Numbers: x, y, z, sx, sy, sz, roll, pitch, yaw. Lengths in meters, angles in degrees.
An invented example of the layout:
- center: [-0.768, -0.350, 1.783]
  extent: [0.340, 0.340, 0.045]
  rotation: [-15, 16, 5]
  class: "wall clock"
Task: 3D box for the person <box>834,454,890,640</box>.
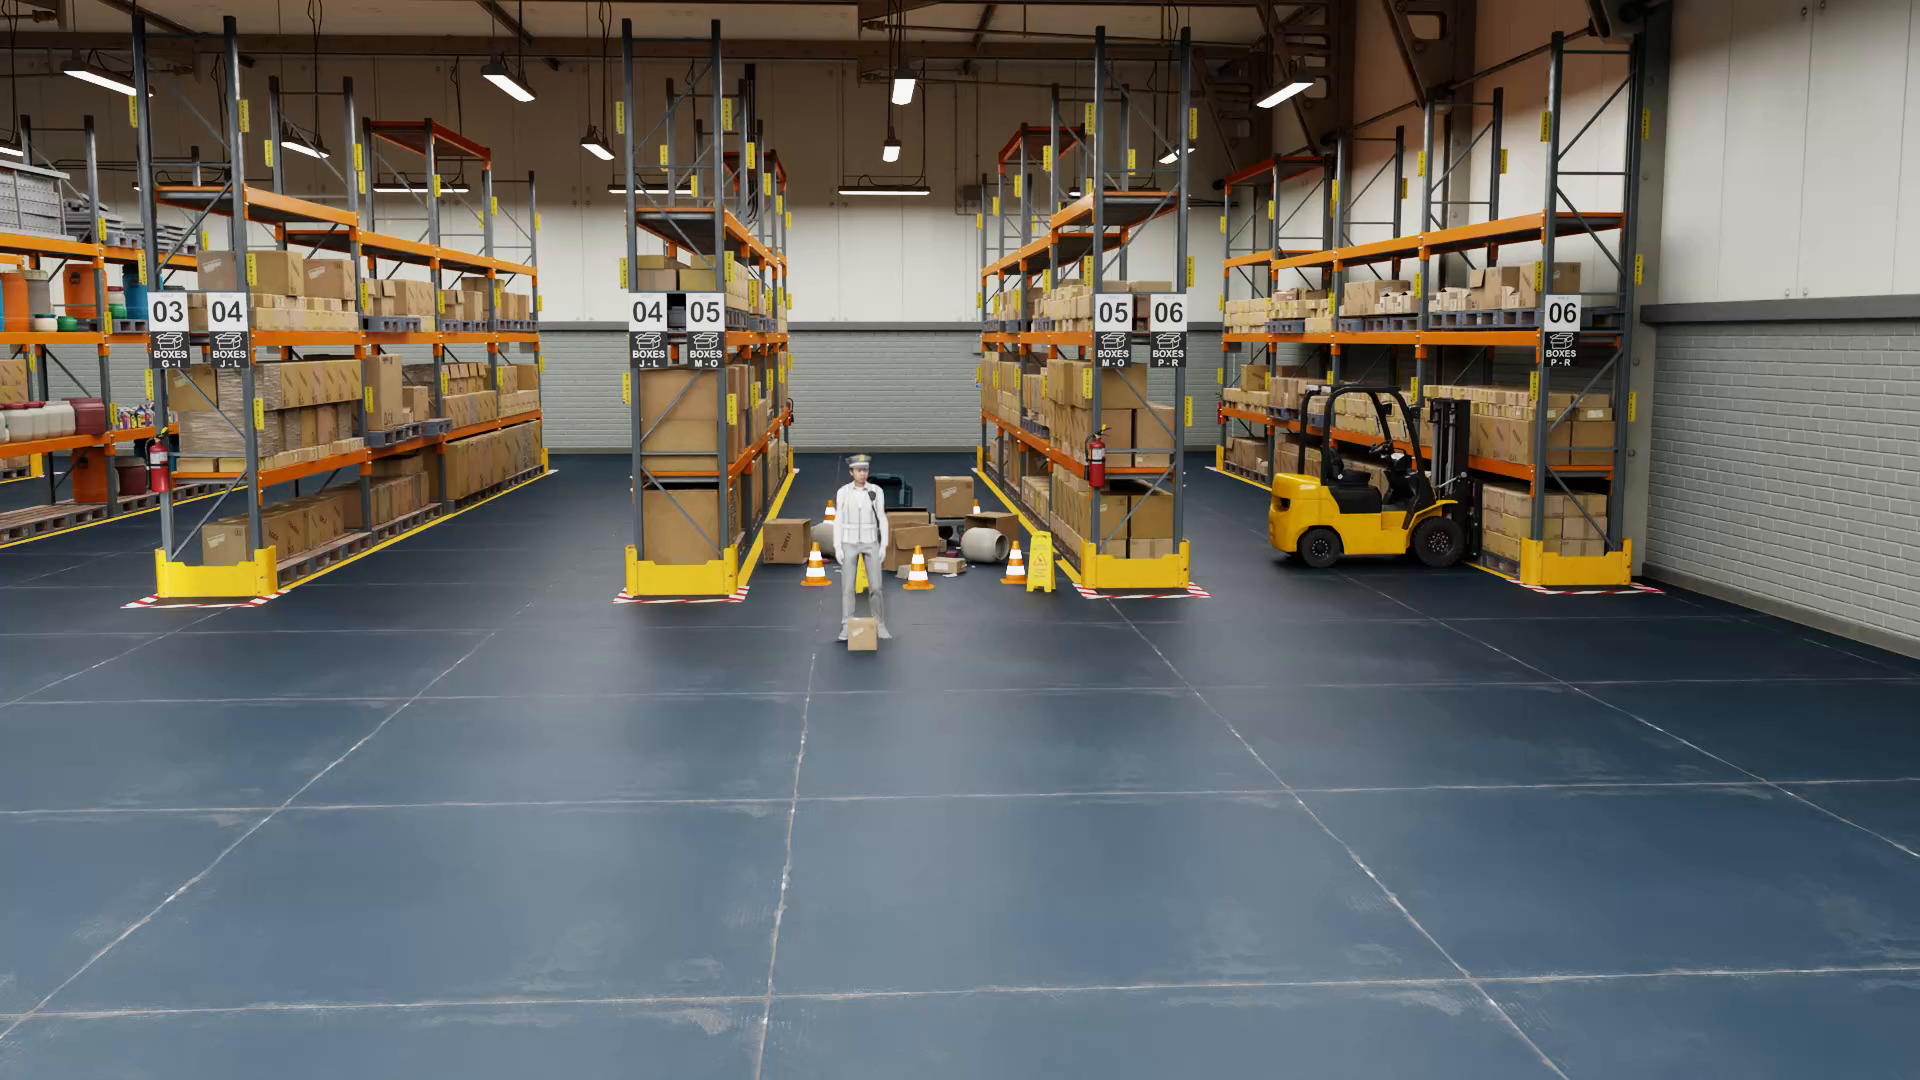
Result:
- center: [-0.891, 0.082, 15.135]
  extent: [0.510, 1.740, 0.384]
  rotation: [0, 7, -3]
  class: "person"
